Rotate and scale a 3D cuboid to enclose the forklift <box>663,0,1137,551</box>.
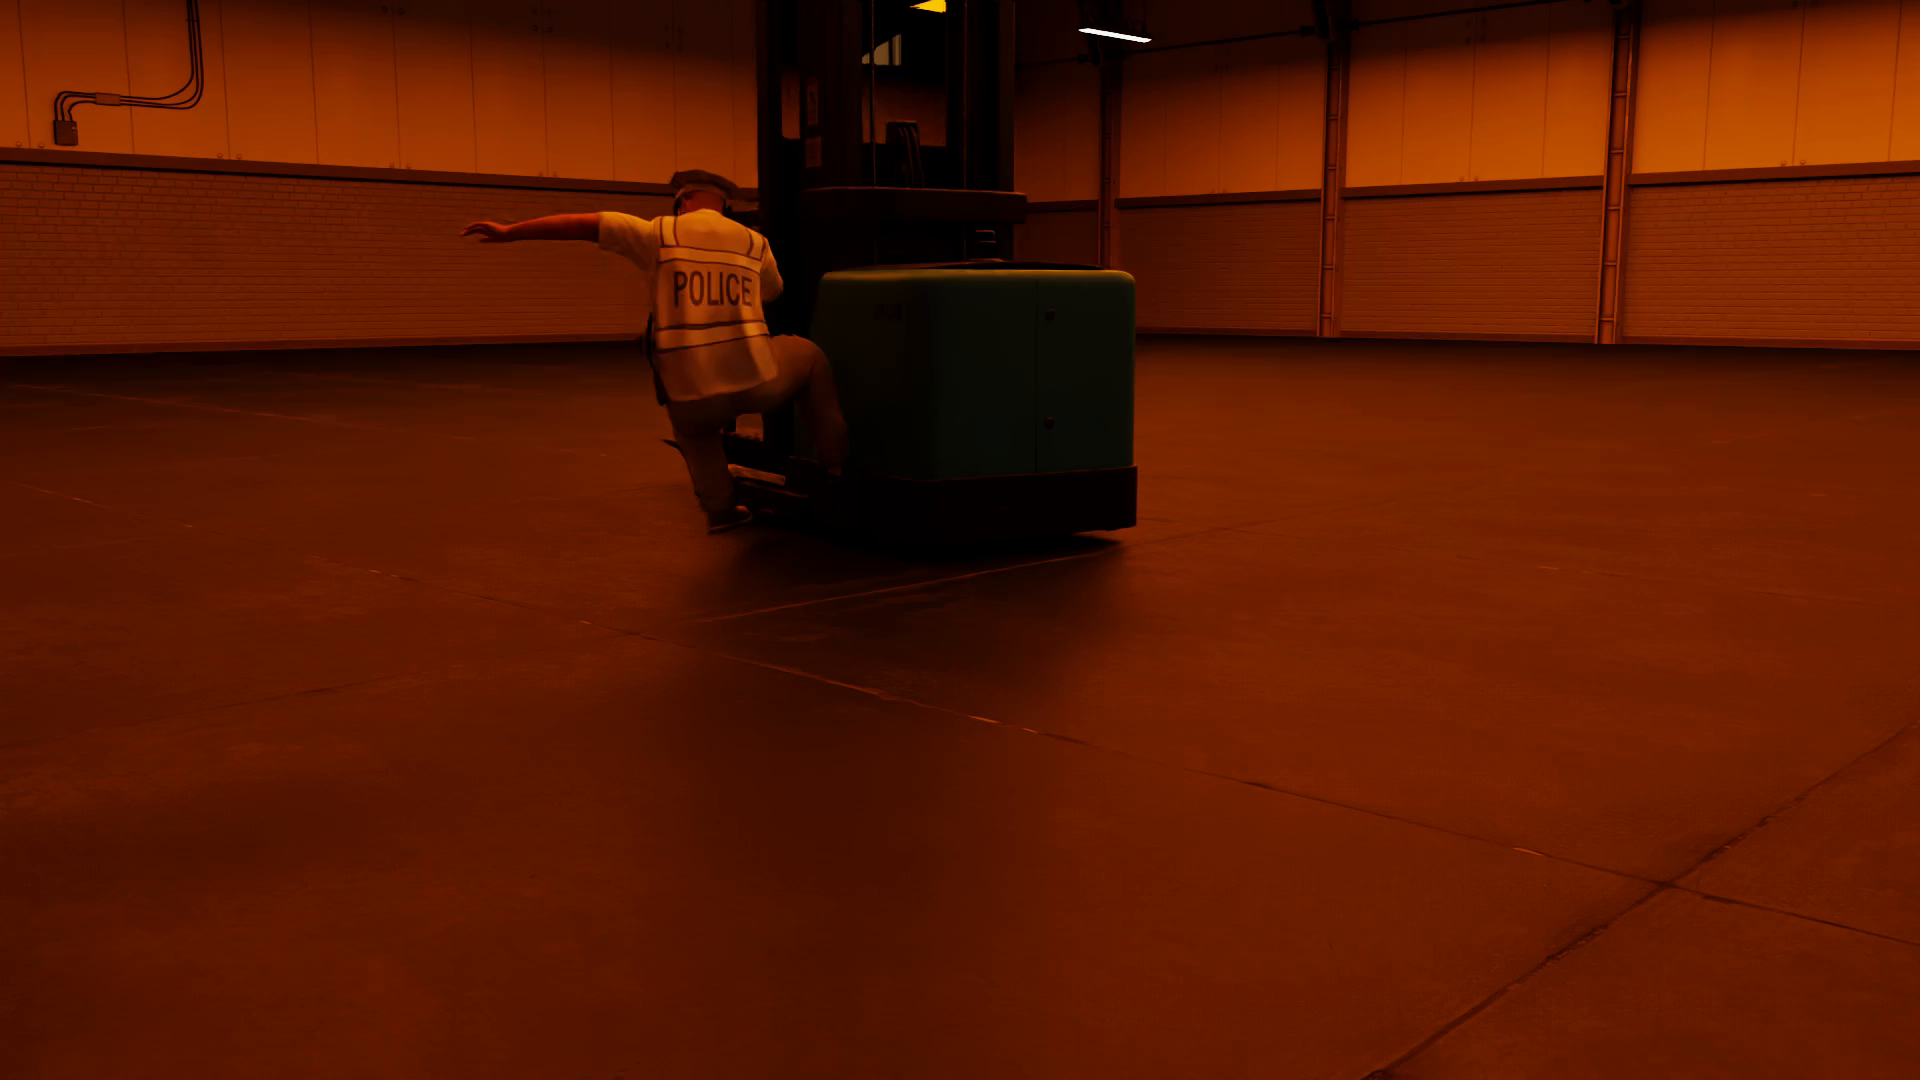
[{"bbox_3d":[-0.487,-1.587,7.412,1.130,2.935,3.031,-5,10,-31],"label":"forklift"}]

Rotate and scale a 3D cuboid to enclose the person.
[{"bbox_3d":[-1.042,-0.701,6.285,1.589,1.373,0.817,-3,9,-17],"label":"person"}]
